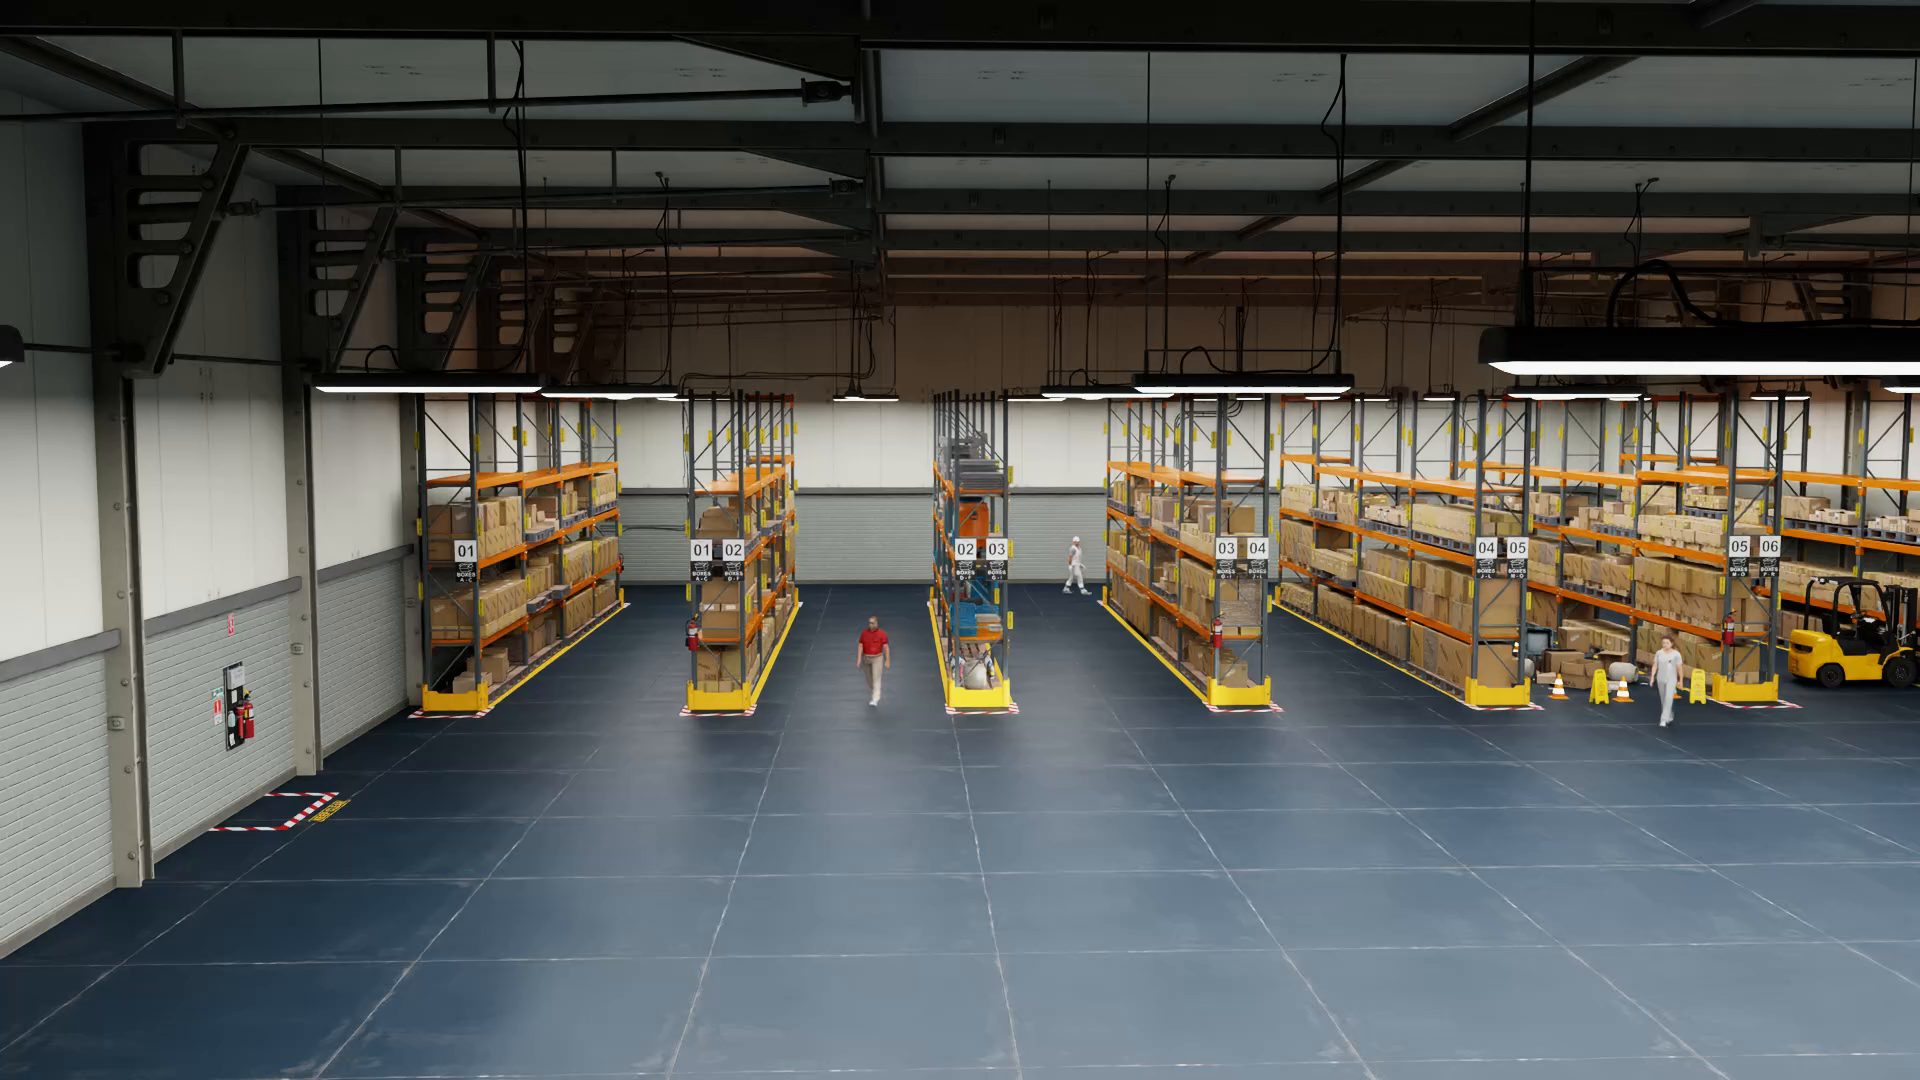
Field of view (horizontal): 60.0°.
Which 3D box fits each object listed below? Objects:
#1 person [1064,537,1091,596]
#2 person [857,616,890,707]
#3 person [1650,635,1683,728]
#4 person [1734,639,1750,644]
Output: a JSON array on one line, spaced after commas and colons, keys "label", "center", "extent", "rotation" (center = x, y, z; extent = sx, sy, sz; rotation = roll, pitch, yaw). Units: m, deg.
[{"label": "person", "center": [3.548, 0.776, 49.897], "extent": [0.945, 1.754, 0.560], "rotation": [2, 5, 25]}, {"label": "person", "center": [-1.689, 2.293, 31.622], "extent": [0.566, 1.685, 0.951], "rotation": [2, 5, 24]}, {"label": "person", "center": [12.496, 2.493, 29.467], "extent": [1.043, 1.612, 0.475], "rotation": [-5, 7, -45]}, {"label": "person", "center": [17.059, 1.931, 36.314], "extent": [0.536, 1.659, 0.707], "rotation": [-1, 5, -12]}]
